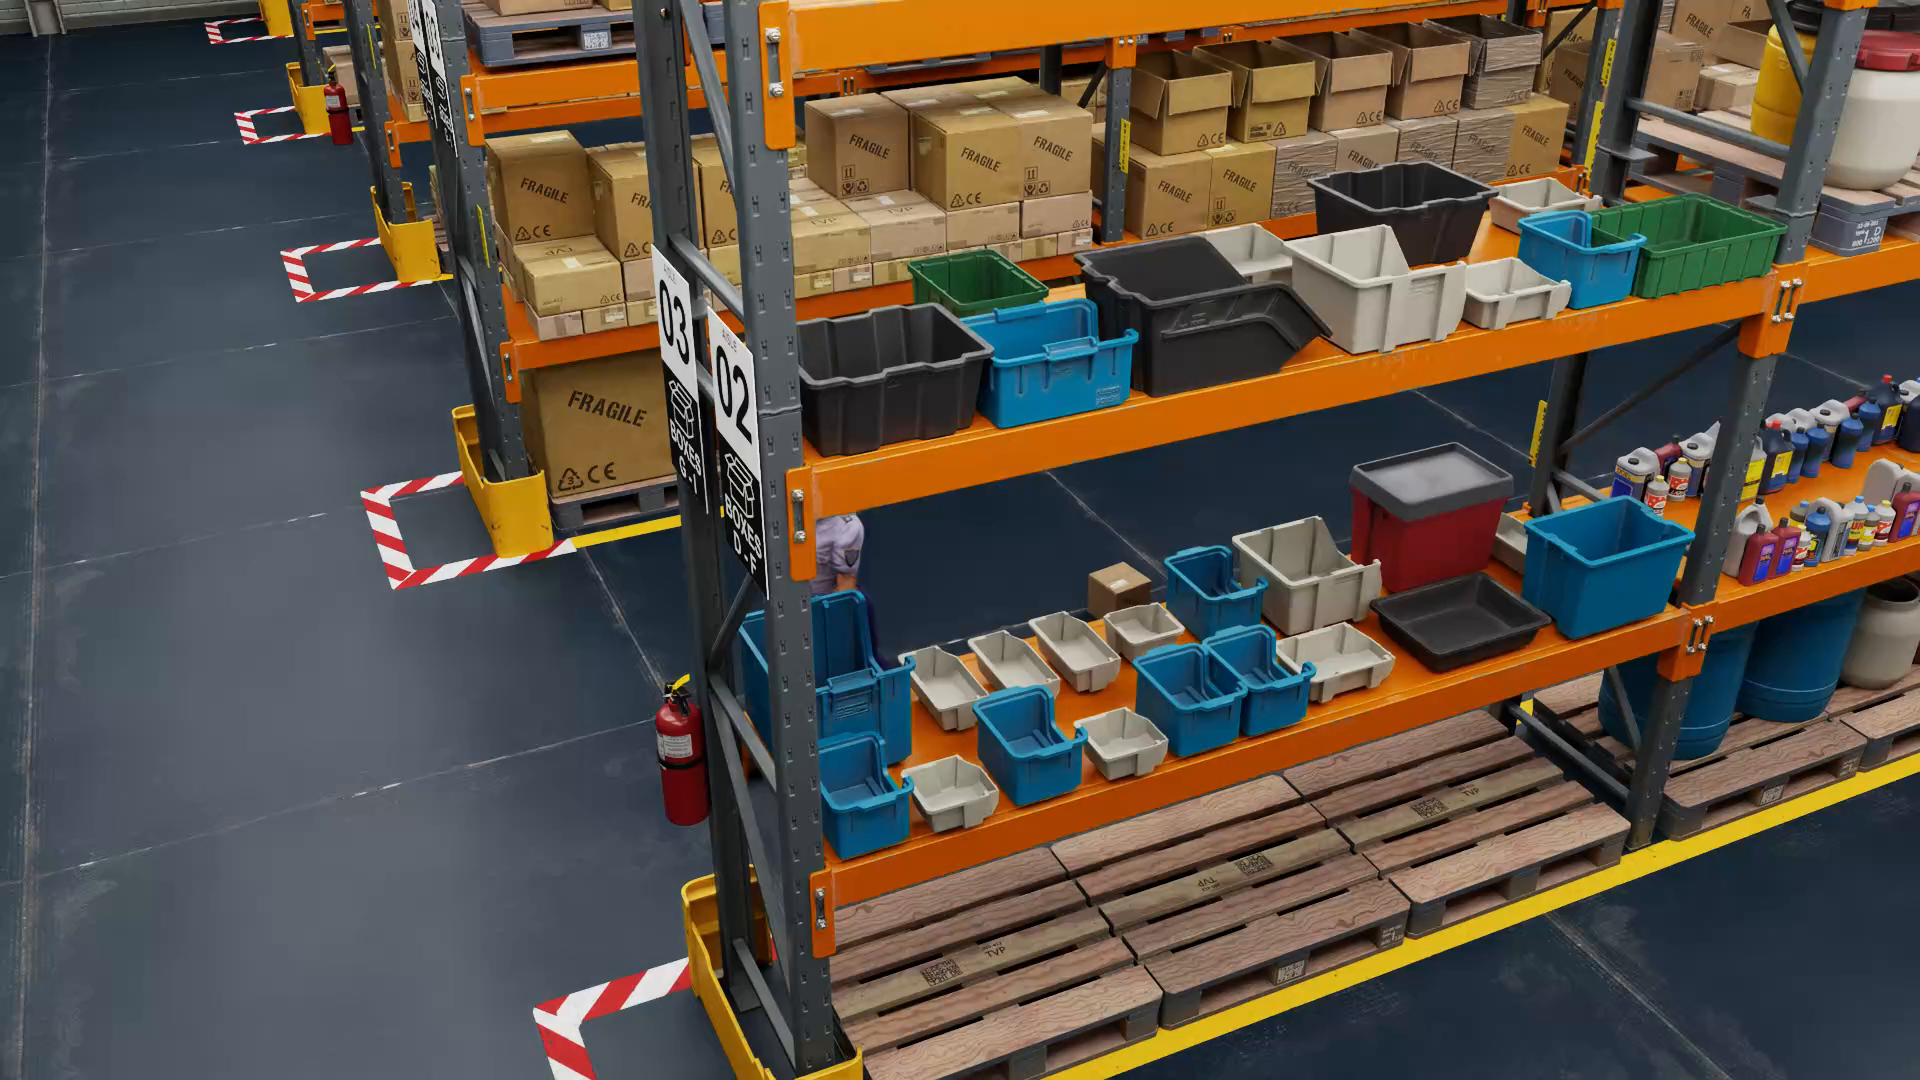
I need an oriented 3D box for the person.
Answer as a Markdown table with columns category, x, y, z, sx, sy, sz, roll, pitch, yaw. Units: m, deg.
| category | x | y | z | sx | sy | sz | roll | pitch | yaw |
| --- | --- | --- | --- | --- | --- | --- | --- | --- | --- |
| person | -0.676 | 0.343 | 7.826 | 0.973 | 1.595 | 0.495 | -24 | 37 | -35 |
